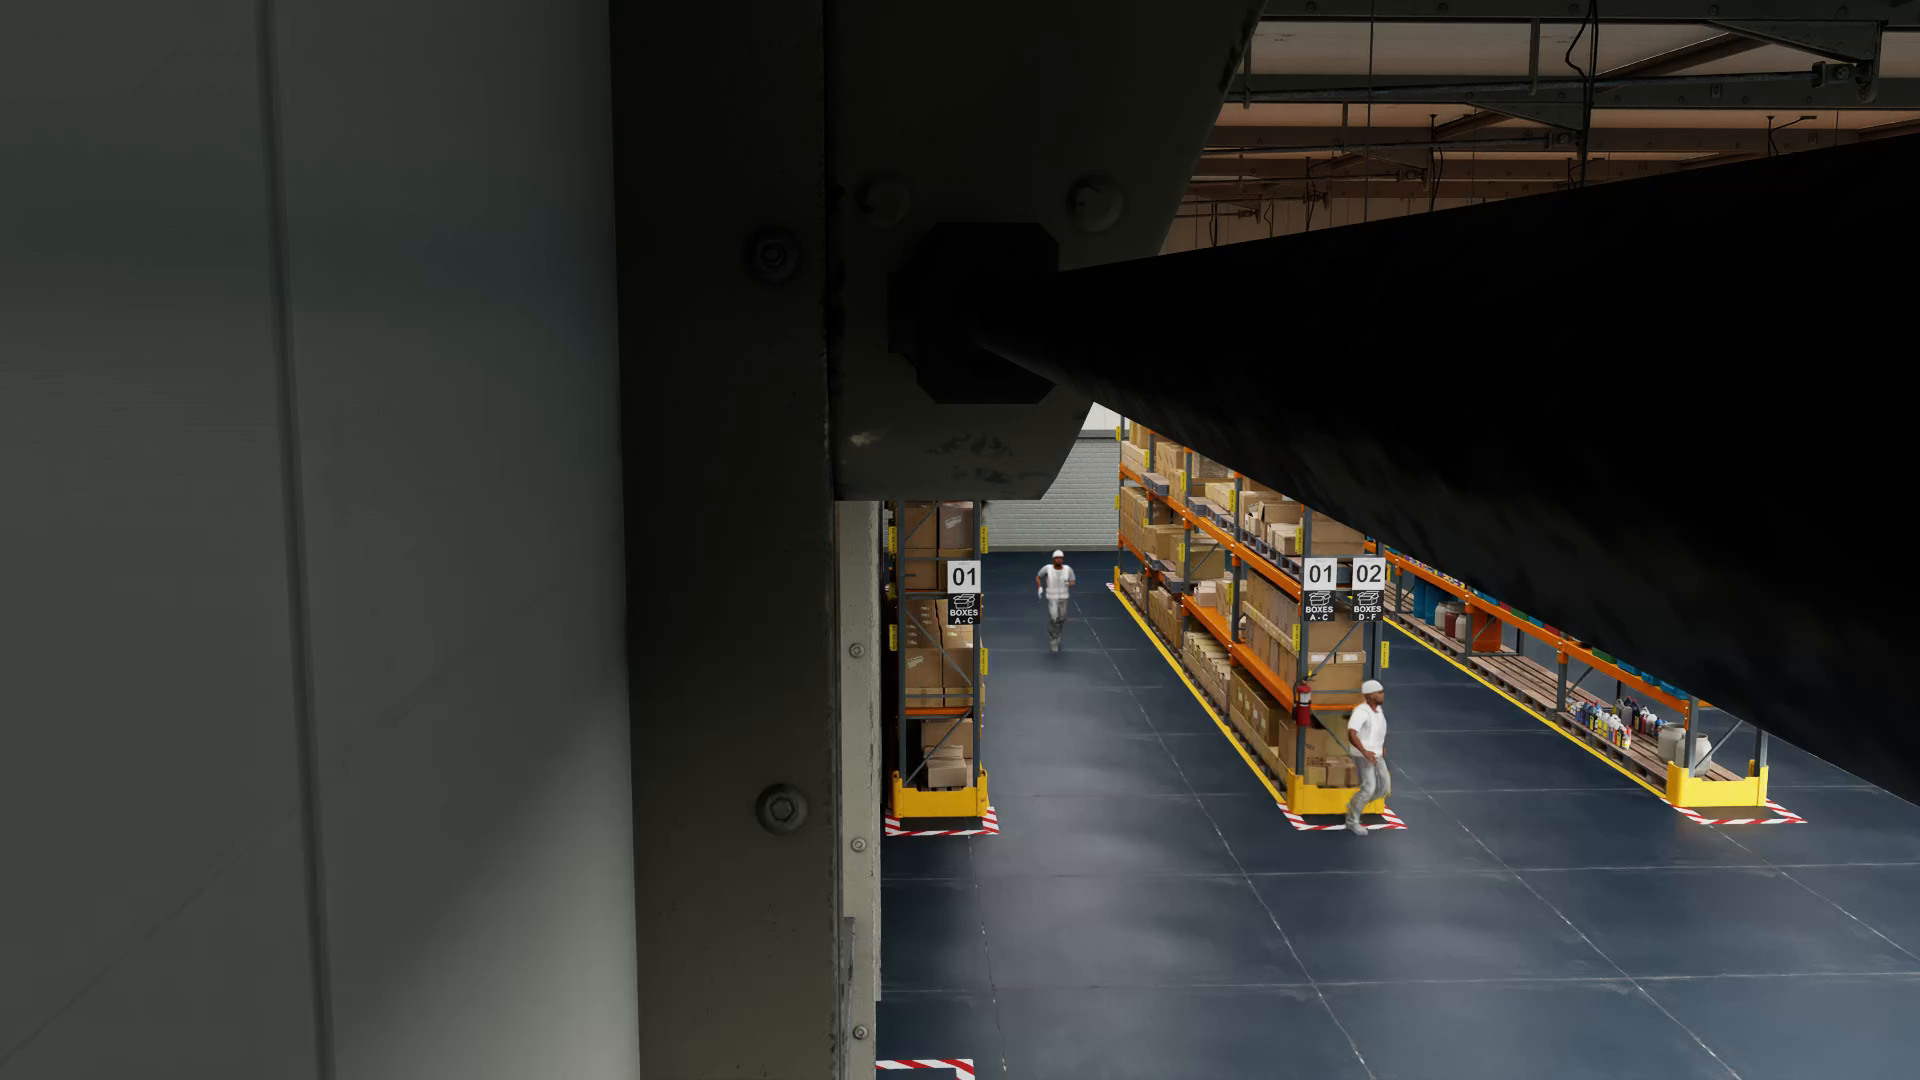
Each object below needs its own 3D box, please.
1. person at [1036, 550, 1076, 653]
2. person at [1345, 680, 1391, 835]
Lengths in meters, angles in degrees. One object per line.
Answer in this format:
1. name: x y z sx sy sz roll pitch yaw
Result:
1. person: 1.767 1.100 30.268 0.662 1.844 0.785 -2 8 -14
2. person: 4.704 2.474 19.085 0.501 1.733 0.751 7 11 38
